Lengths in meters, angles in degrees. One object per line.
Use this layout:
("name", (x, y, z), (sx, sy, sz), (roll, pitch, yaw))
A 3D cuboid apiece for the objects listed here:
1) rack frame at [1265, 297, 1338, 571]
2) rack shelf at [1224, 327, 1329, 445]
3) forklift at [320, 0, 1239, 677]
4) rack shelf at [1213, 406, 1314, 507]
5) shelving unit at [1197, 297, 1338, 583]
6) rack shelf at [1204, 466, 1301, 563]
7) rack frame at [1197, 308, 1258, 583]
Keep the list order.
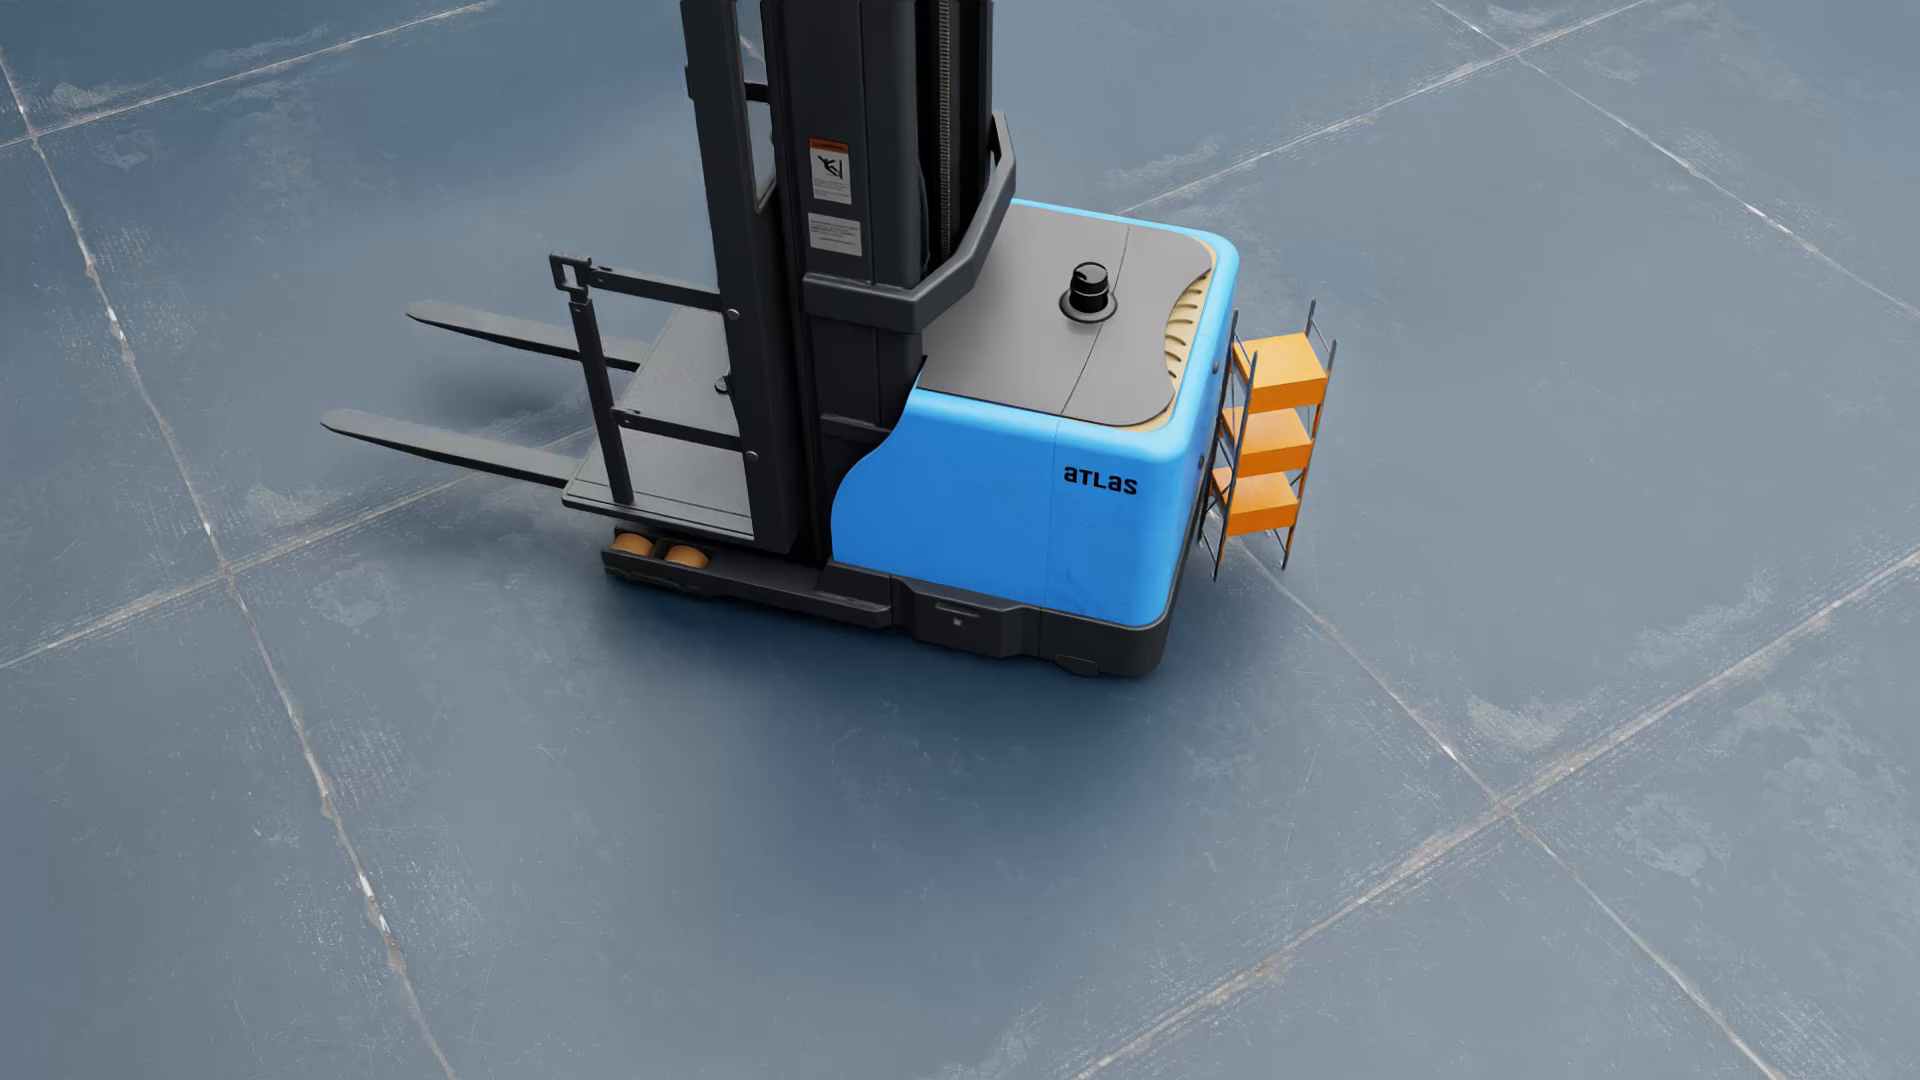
("rack frame", (1.082, -0.311, 5.320), (0.008, 1.050, 0.200), (-9, 50, -8))
("rack shelf", (0.962, -0.470, 5.097), (0.240, 0.259, 0.215), (-9, 50, -8))
("forklift", (-0.695, -1.163, 4.823), (3.031, 2.935, 1.130), (12, 49, 11))
("rack shelf", (0.962, -0.285, 5.312), (0.240, 0.259, 0.215), (-9, 50, -8))
("shelving unit", (0.962, -0.292, 5.304), (0.252, 1.050, 0.215), (-9, 50, -8))
("rack shelf", (0.963, -0.103, 5.522), (0.240, 0.259, 0.215), (-9, 50, -8))
("rack frame", (0.843, -0.272, 5.287), (0.008, 1.050, 0.200), (-9, 50, -8))
